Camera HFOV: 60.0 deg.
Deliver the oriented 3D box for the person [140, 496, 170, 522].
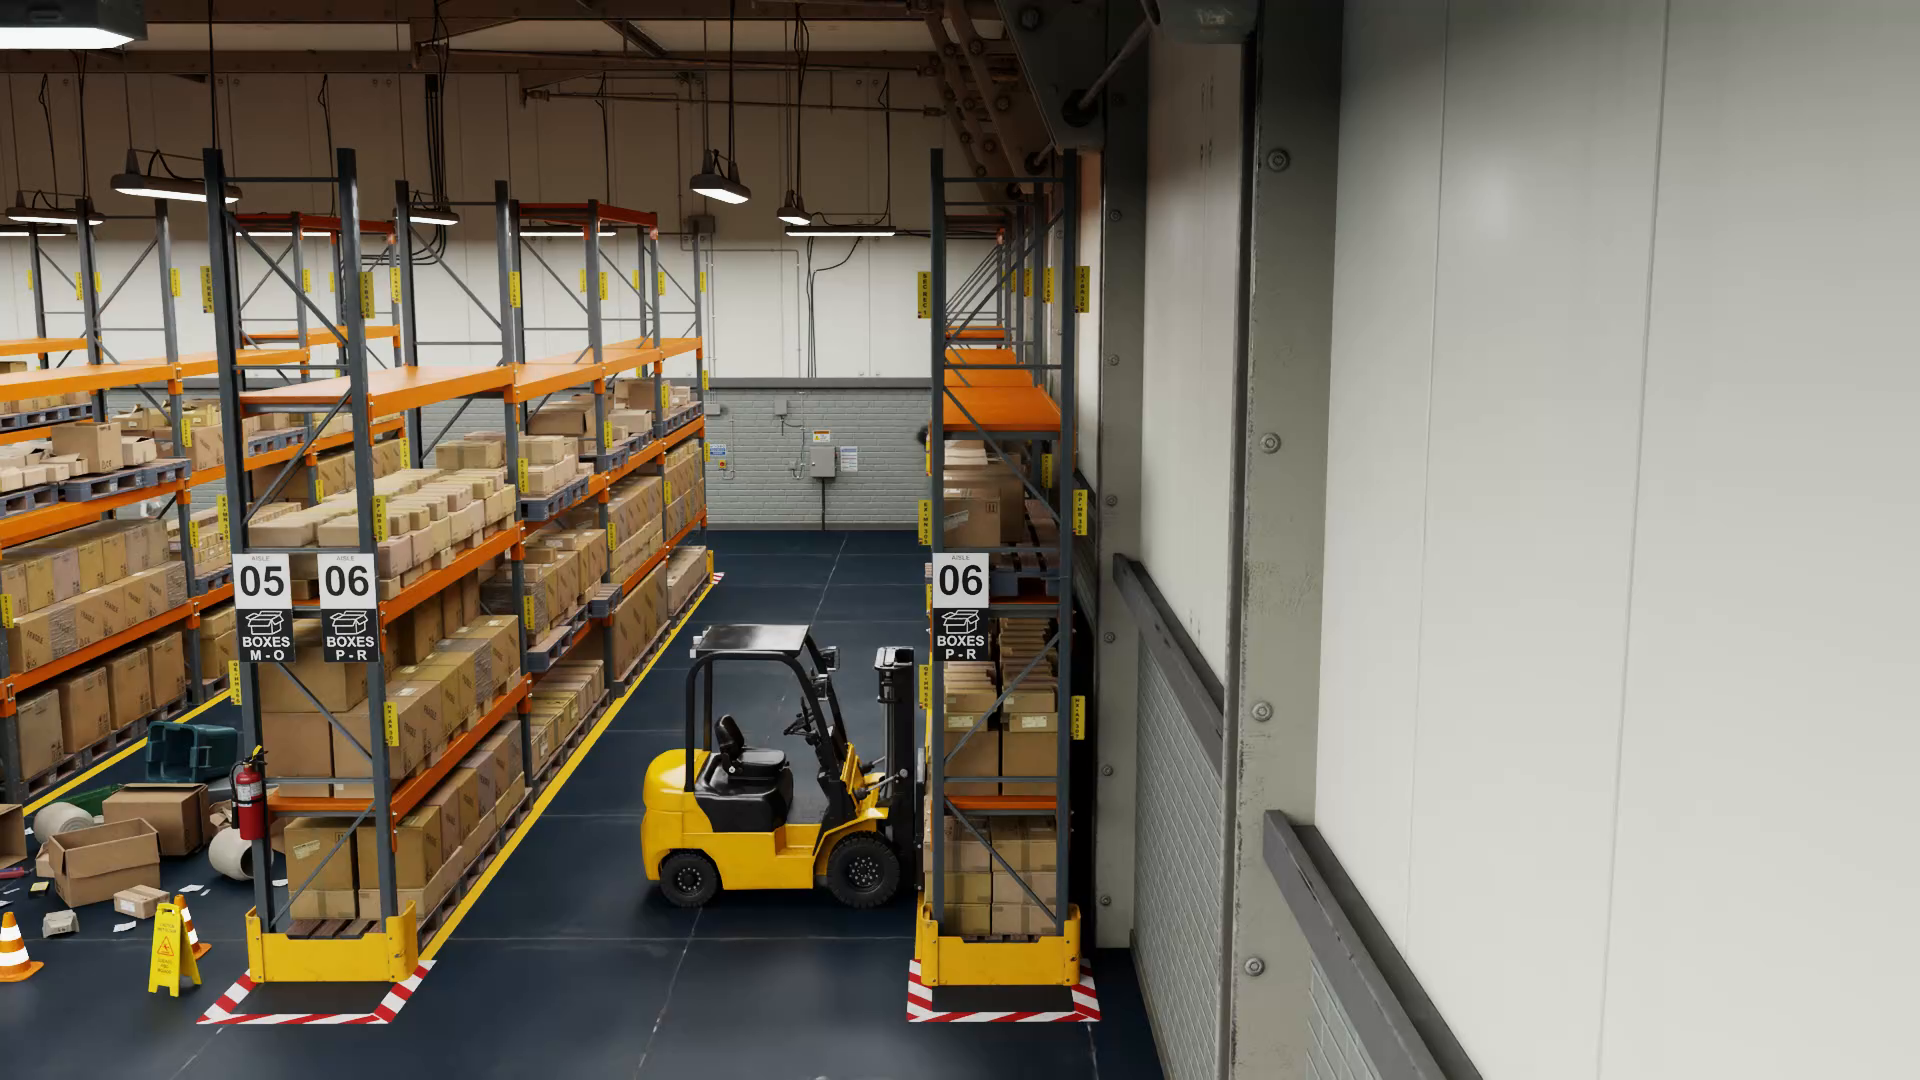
[{"bbox_3d":[-13.948,-0.209,28.798,0.742,1.621,0.565,6,11,32],"label":"person"}]
